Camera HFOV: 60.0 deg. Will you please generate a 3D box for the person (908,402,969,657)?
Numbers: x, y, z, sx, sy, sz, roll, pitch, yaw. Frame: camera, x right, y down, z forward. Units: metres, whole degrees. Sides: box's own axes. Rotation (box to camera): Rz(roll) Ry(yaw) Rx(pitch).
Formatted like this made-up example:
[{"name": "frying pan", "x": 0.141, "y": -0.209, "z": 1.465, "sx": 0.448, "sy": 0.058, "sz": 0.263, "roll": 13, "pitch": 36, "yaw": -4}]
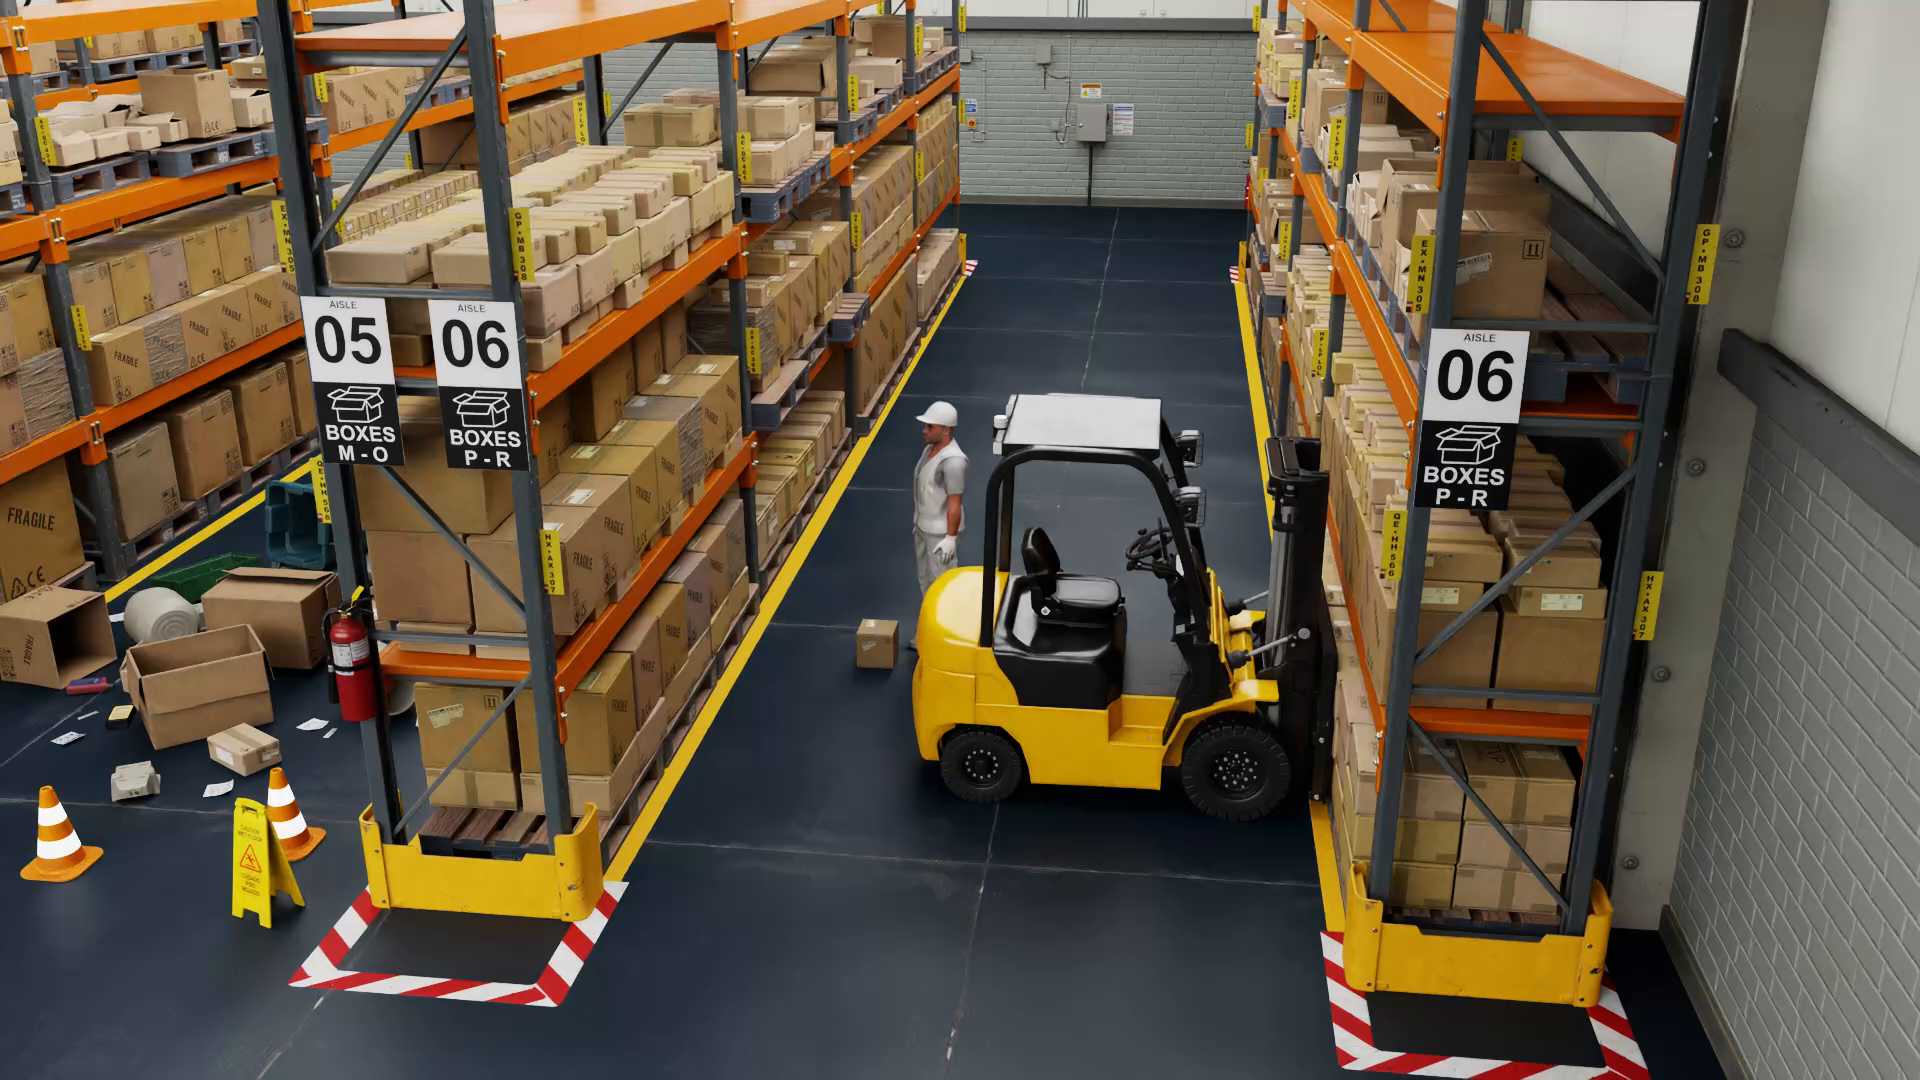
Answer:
[{"name": "person", "x": -0.155, "y": -0.064, "z": 11.212, "sx": 0.351, "sy": 1.790, "sz": 0.529, "roll": -7, "pitch": 22, "yaw": -19}]
